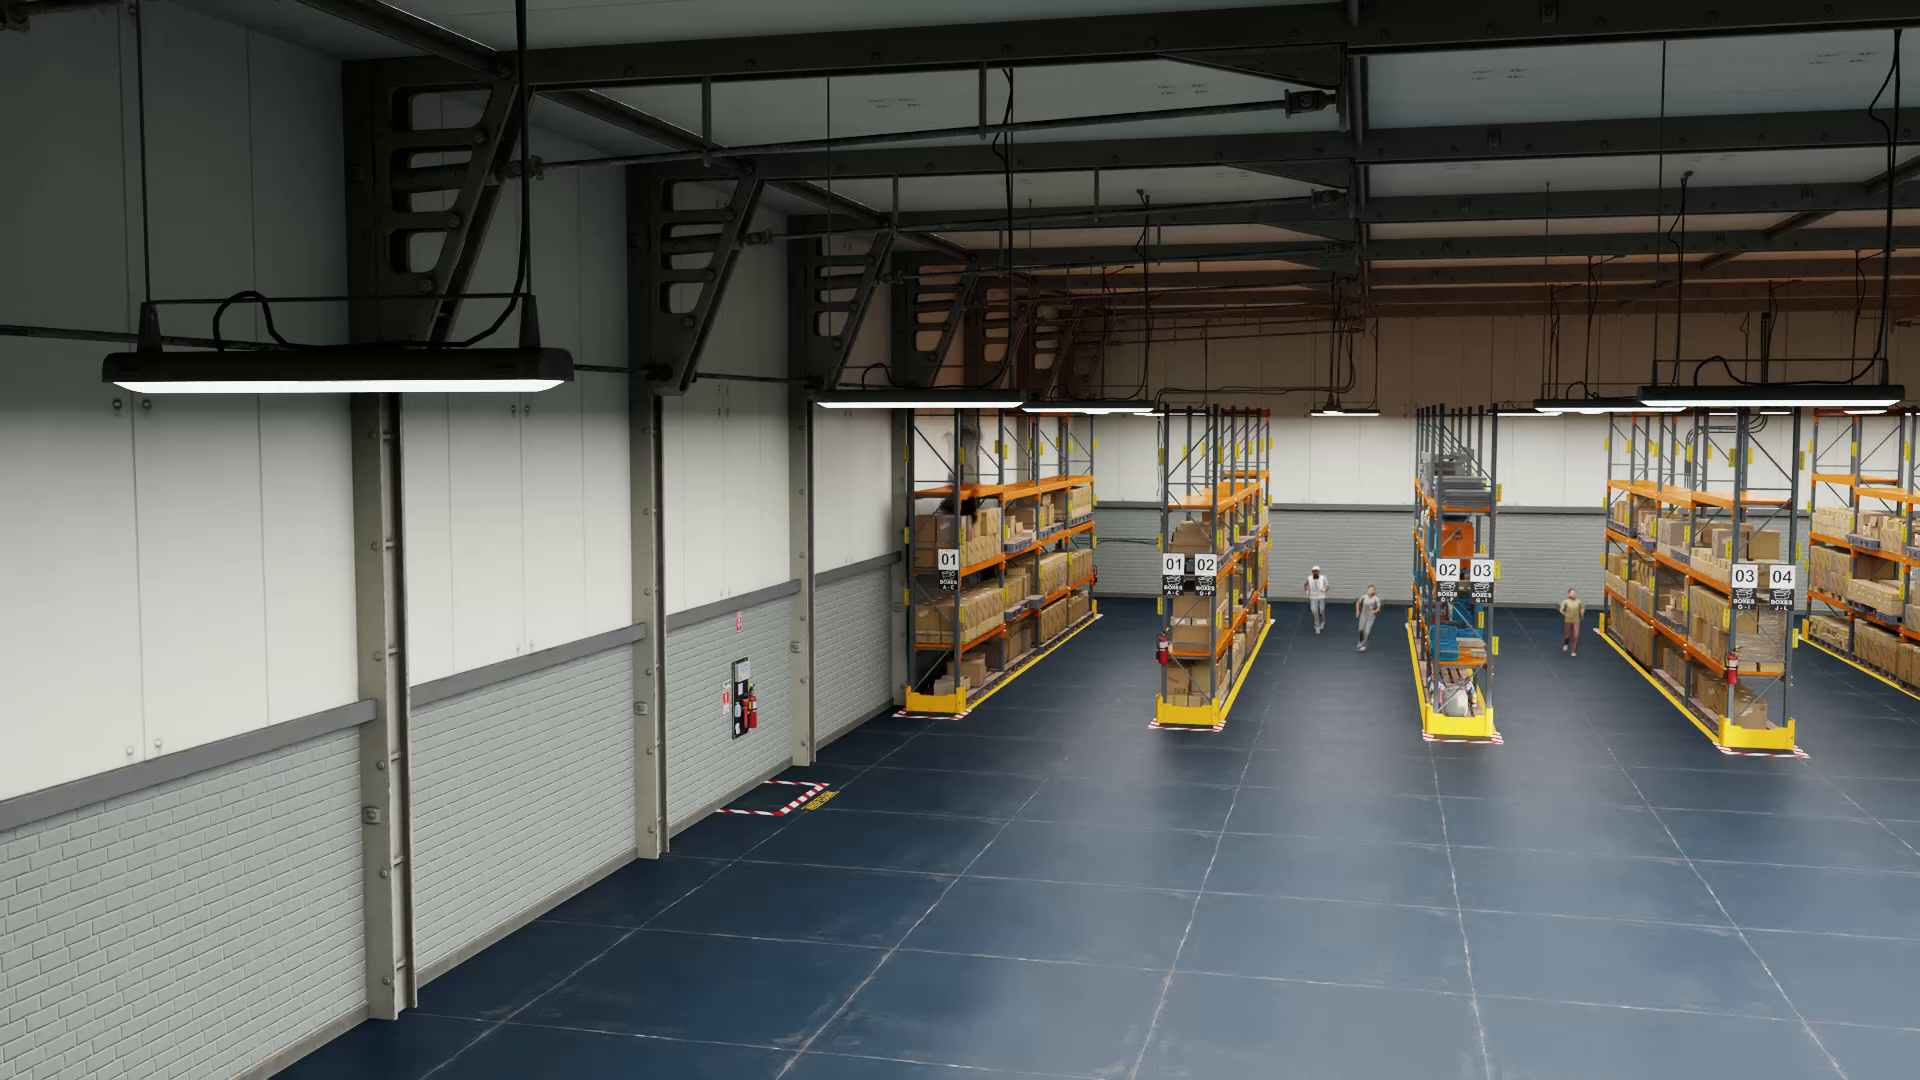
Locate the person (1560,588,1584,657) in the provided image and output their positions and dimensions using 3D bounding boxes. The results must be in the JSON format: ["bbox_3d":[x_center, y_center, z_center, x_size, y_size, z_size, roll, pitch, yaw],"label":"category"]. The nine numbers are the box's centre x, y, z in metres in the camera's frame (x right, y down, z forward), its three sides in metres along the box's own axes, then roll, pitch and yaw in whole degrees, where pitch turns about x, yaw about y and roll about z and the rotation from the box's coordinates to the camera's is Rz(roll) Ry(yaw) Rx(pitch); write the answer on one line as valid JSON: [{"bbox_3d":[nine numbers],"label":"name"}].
[{"bbox_3d":[14.804,1.981,40.201,0.588,1.628,0.758,1,4,9],"label":"person"}]

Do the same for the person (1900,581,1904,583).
[{"bbox_3d":[24.756,1.646,43.932,0.827,1.789,0.679,1,4,13],"label":"person"}]

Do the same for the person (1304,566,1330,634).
[{"bbox_3d":[9.562,1.587,44.570,0.685,1.796,0.885,1,4,11],"label":"person"}]

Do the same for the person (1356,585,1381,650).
[{"bbox_3d":[10.069,1.928,41.031,0.587,1.624,0.535,1,4,18],"label":"person"}]
